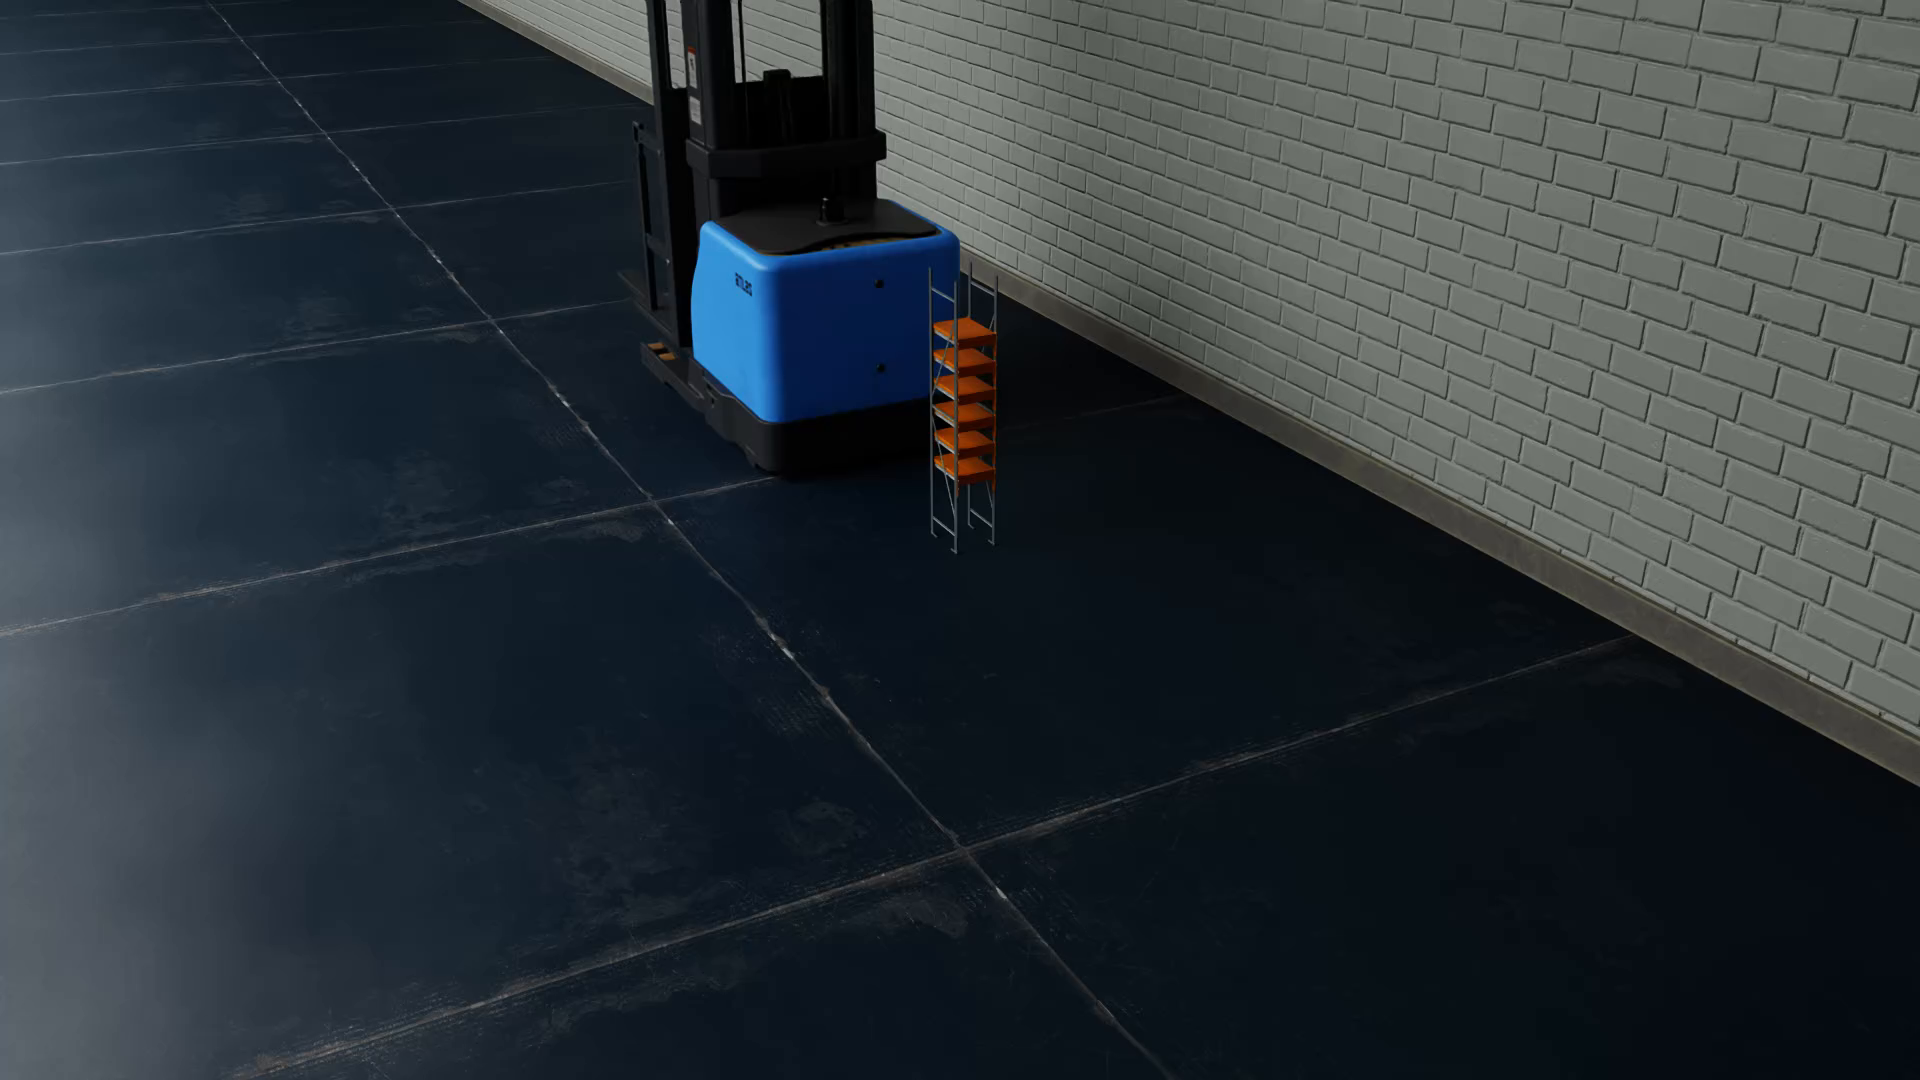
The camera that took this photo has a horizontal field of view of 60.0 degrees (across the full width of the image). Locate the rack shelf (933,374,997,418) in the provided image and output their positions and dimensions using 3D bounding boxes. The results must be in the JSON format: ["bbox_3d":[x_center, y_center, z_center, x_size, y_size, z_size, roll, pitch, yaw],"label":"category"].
[{"bbox_3d":[0.013,-0.612,6.947,0.180,0.103,0.258,-13,29,-25],"label":"rack shelf"}]

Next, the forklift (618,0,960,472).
[{"bbox_3d":[-1.101,-2.243,8.518,1.130,2.935,3.031,-12,28,-24],"label":"forklift"}]

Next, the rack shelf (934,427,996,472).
[{"bbox_3d":[0.013,-0.396,7.051,0.180,0.103,0.258,-13,29,-25],"label":"rack shelf"}]

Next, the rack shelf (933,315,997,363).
[{"bbox_3d":[0.013,-0.828,6.843,0.180,0.103,0.258,-13,29,-25],"label":"rack shelf"}]

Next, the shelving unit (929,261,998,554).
[{"bbox_3d":[0.013,-0.544,6.979,0.189,1.200,0.258,-13,29,-25],"label":"shelving unit"}]

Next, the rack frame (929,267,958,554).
[{"bbox_3d":[-0.068,-0.525,6.941,0.006,1.200,0.240,-13,29,-25],"label":"rack frame"}]

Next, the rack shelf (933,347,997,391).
[{"bbox_3d":[0.013,-0.720,6.895,0.180,0.103,0.258,-13,29,-25],"label":"rack shelf"}]

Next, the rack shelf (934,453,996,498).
[{"bbox_3d":[0.013,-0.287,7.103,0.180,0.103,0.258,-13,29,-25],"label":"rack shelf"}]

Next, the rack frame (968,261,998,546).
[{"bbox_3d":[0.093,-0.562,7.018,0.006,1.200,0.240,-13,29,-25],"label":"rack frame"}]

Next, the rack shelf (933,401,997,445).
[{"bbox_3d":[0.013,-0.504,6.999,0.180,0.103,0.258,-13,29,-25],"label":"rack shelf"}]
